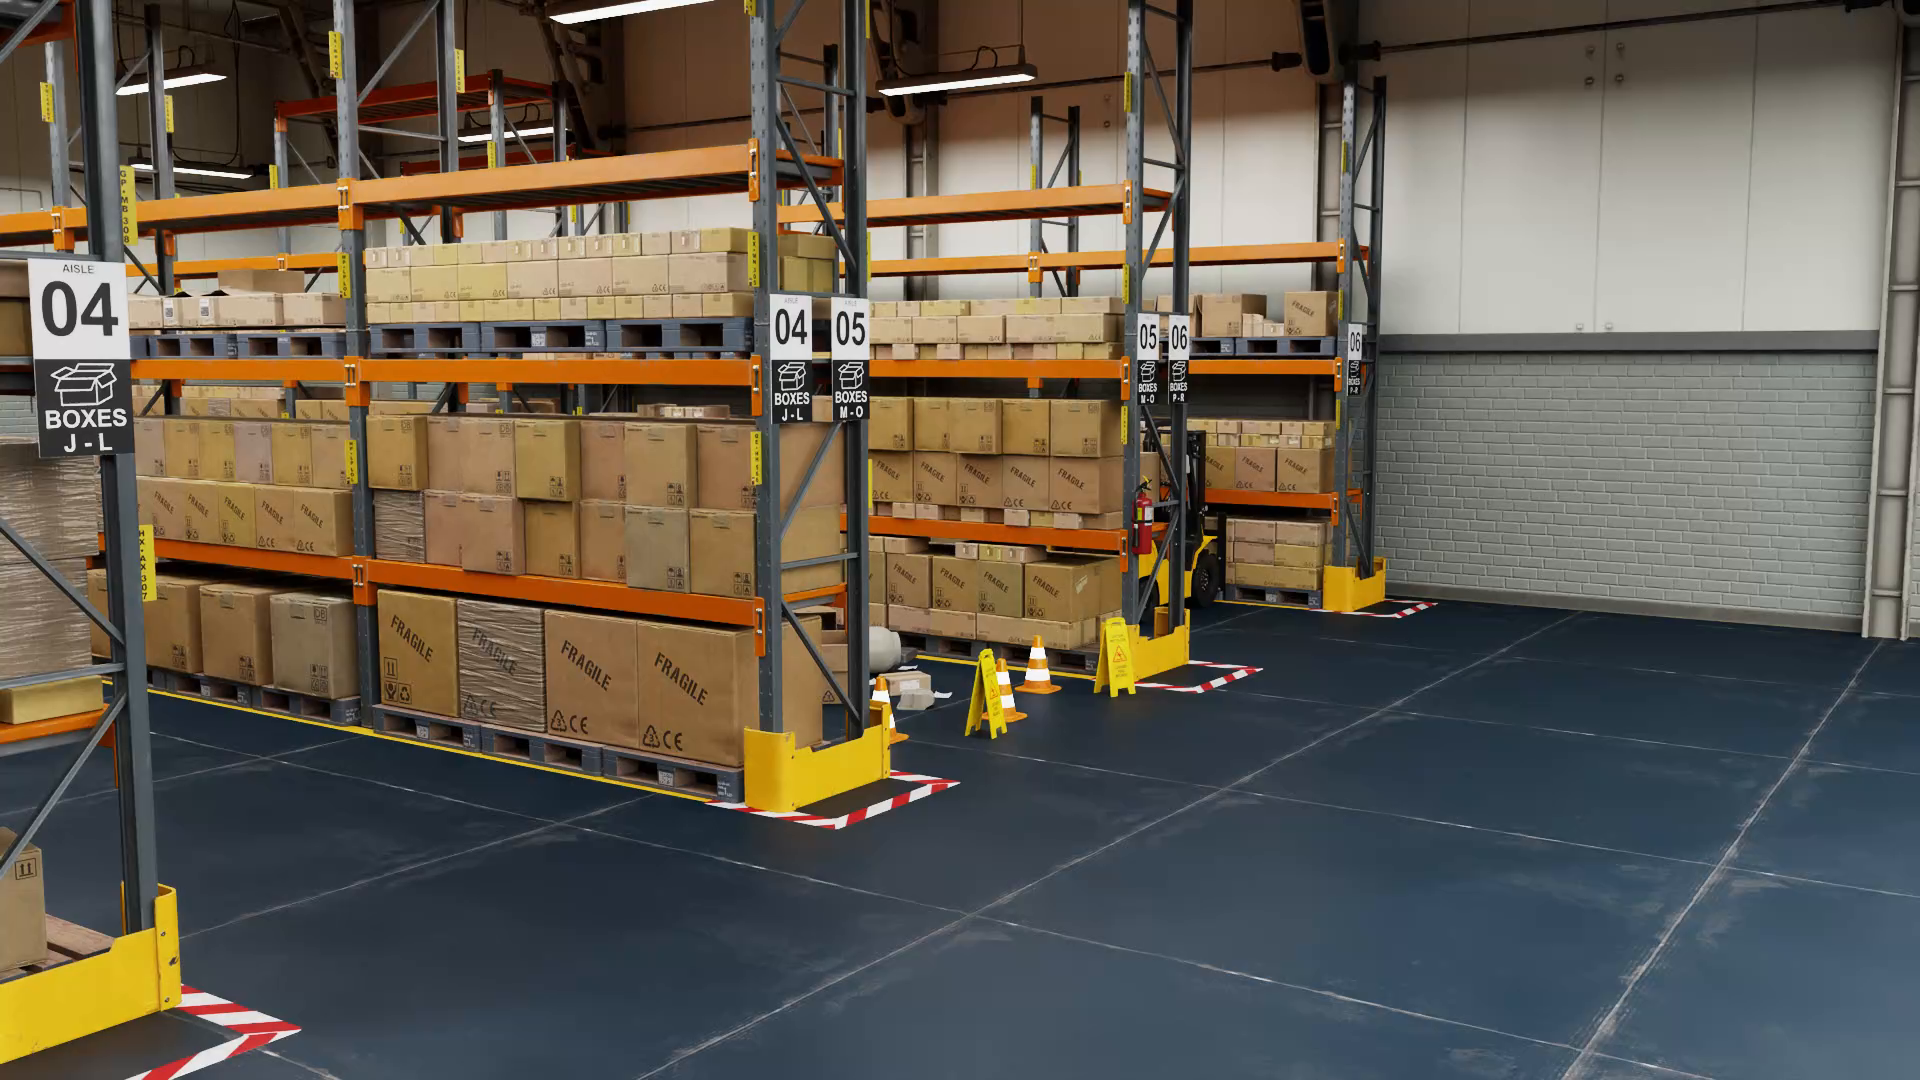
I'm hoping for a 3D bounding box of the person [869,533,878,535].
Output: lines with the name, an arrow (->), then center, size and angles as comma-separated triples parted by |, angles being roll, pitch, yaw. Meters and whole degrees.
person -> -1.002, 0.075, 18.525 | 0.681, 1.470, 0.630 | 4, 7, 33
